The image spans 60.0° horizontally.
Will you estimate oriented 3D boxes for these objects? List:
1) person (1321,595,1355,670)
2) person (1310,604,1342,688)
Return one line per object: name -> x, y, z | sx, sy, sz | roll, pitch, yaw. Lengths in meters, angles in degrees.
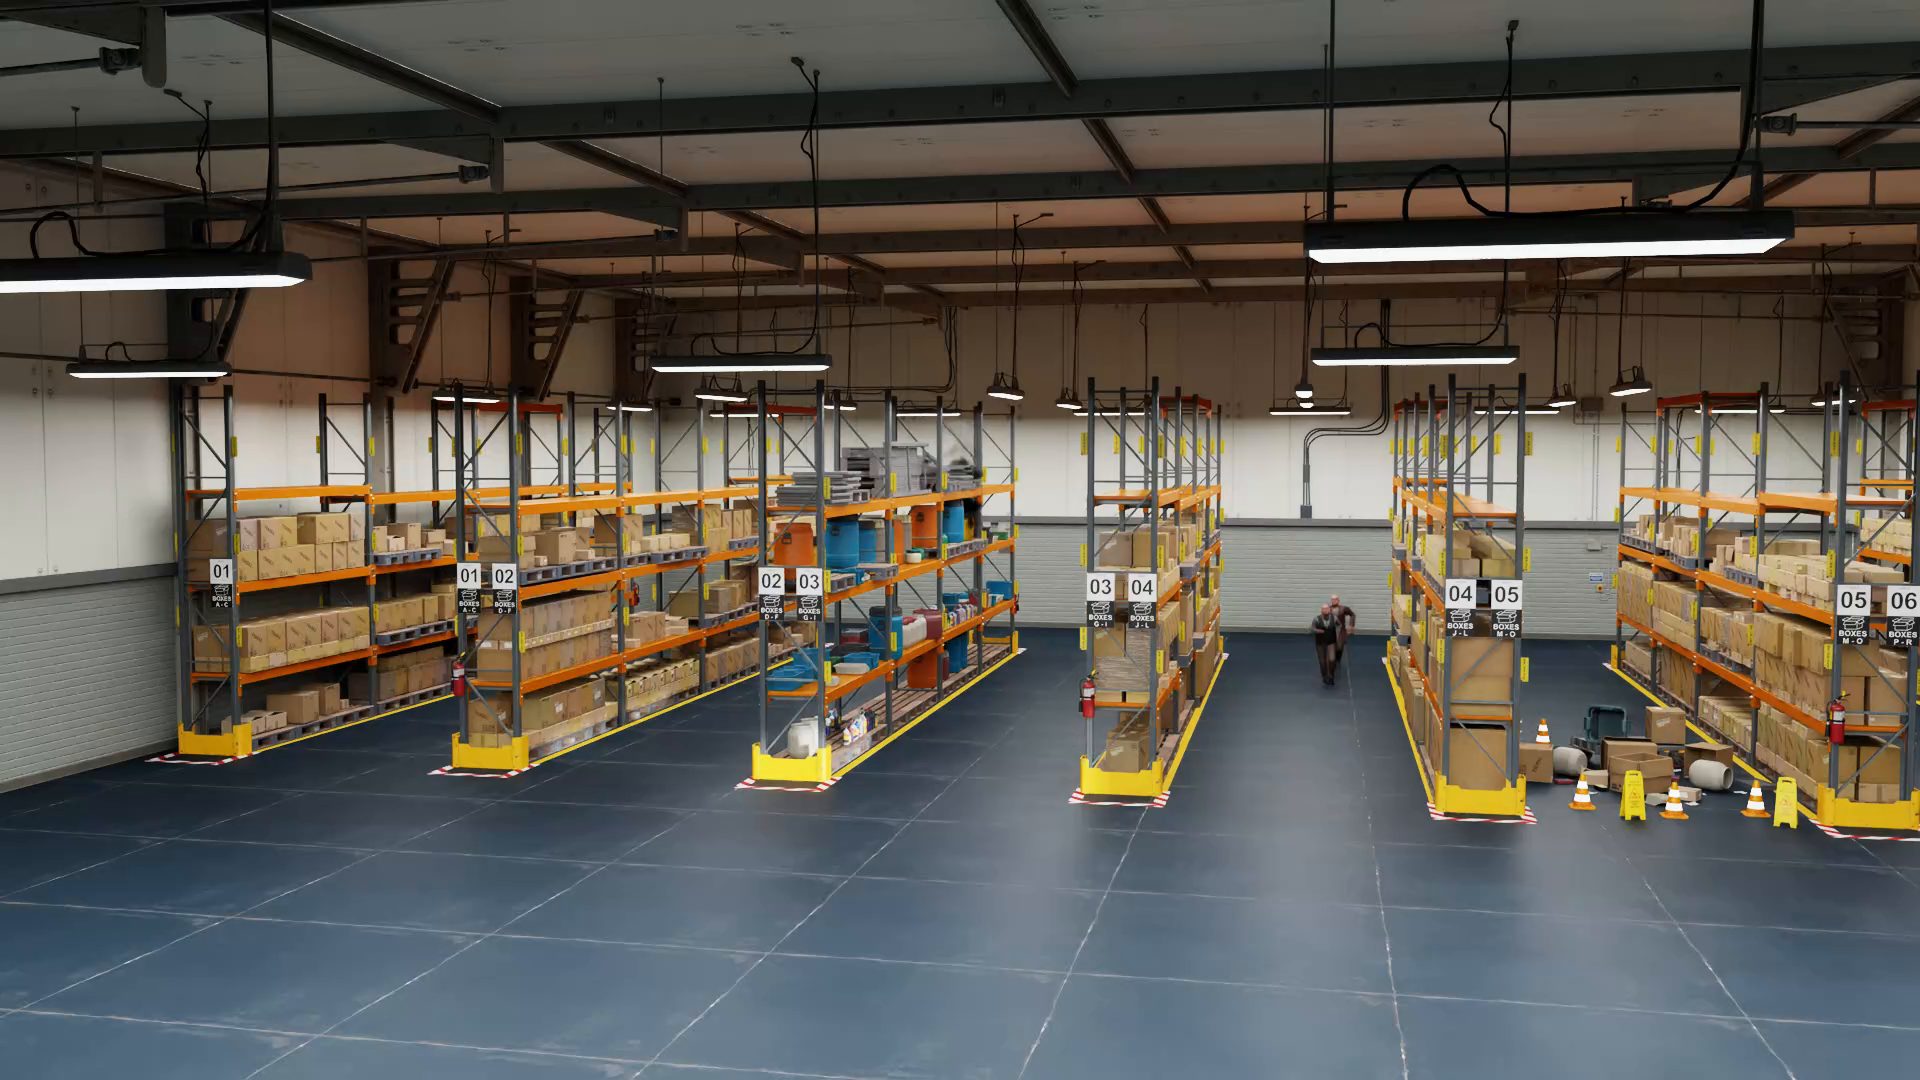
person -> 8.326, 2.079, 36.746 | 0.743, 1.736, 0.765 | 1, 3, 18
person -> 7.643, 2.212, 34.765 | 0.640, 1.743, 0.777 | 1, 3, 13
